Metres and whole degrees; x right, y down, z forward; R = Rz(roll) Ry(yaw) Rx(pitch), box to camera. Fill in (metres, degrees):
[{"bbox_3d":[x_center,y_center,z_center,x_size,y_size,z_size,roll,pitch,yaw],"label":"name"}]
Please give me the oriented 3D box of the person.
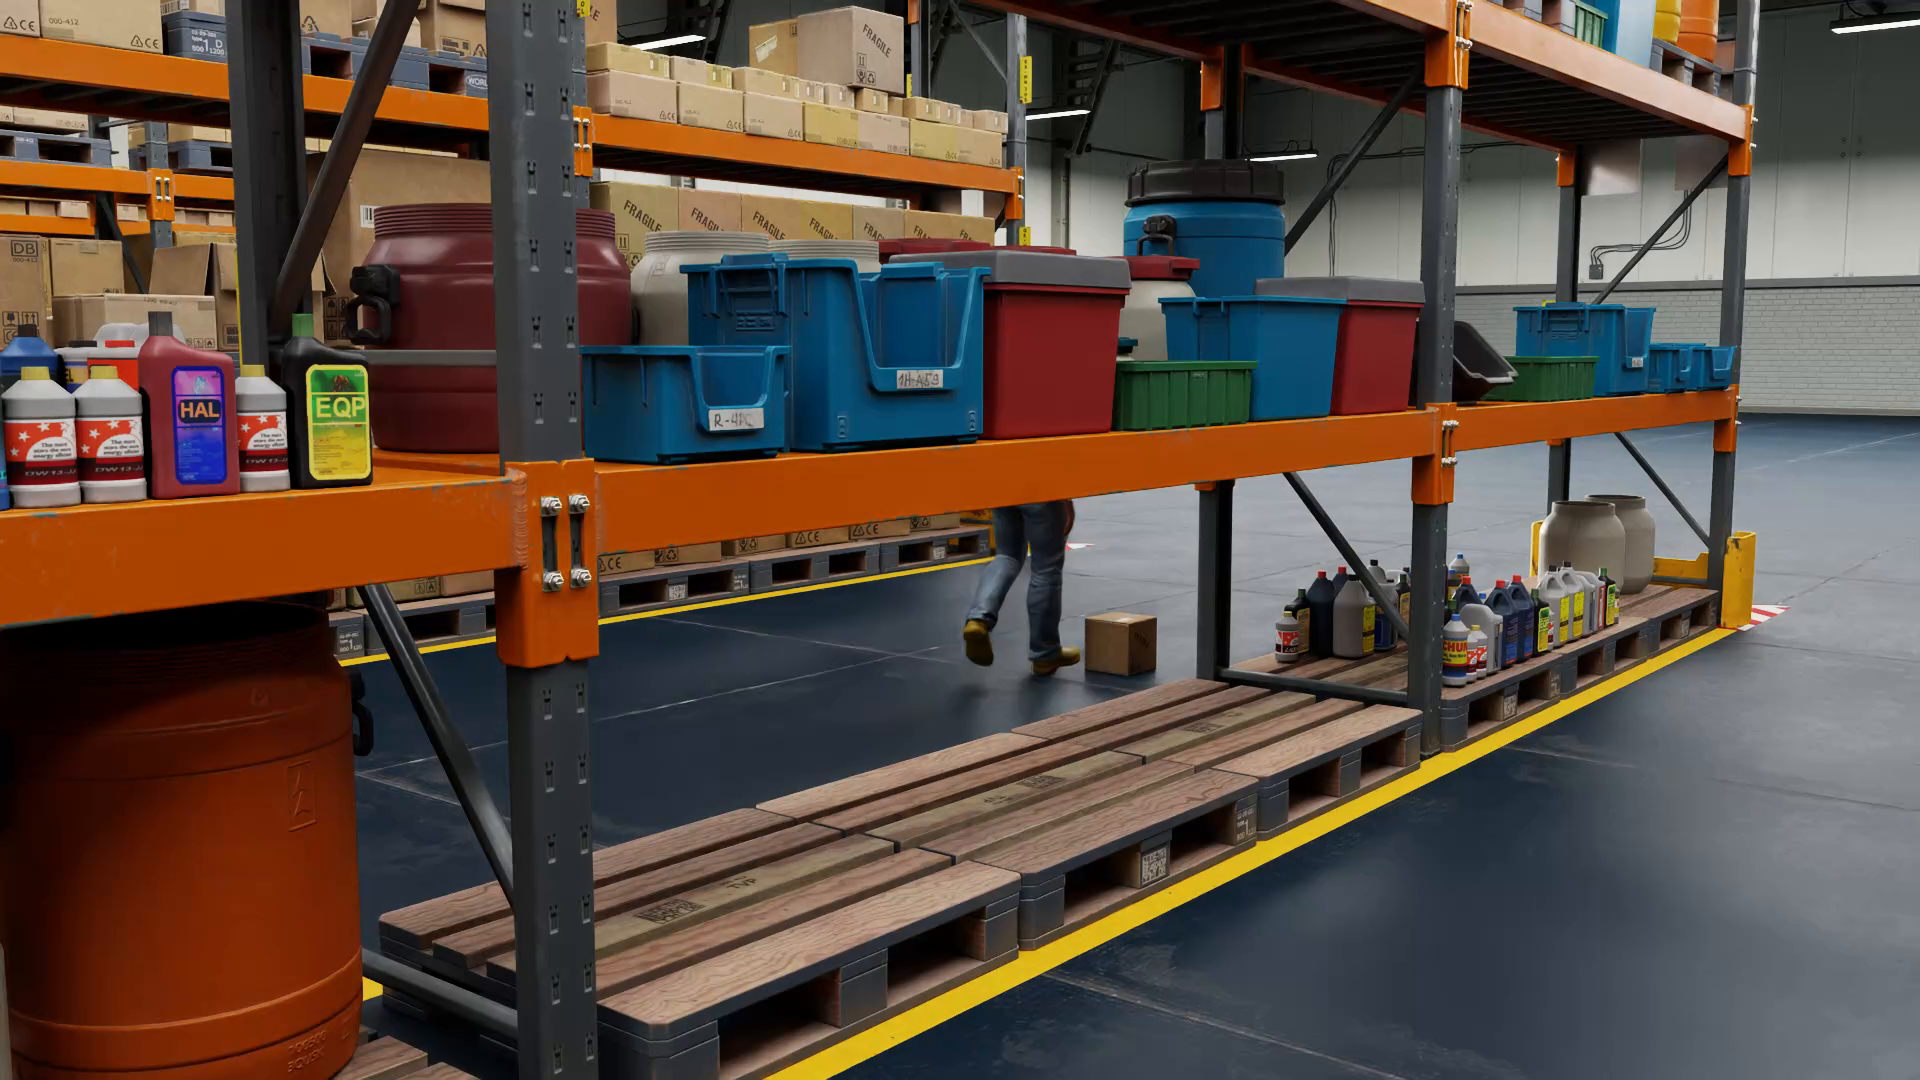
[{"bbox_3d":[0.323,-0.248,7.653,0.631,1.764,0.659,5,8,38],"label":"person"}]
